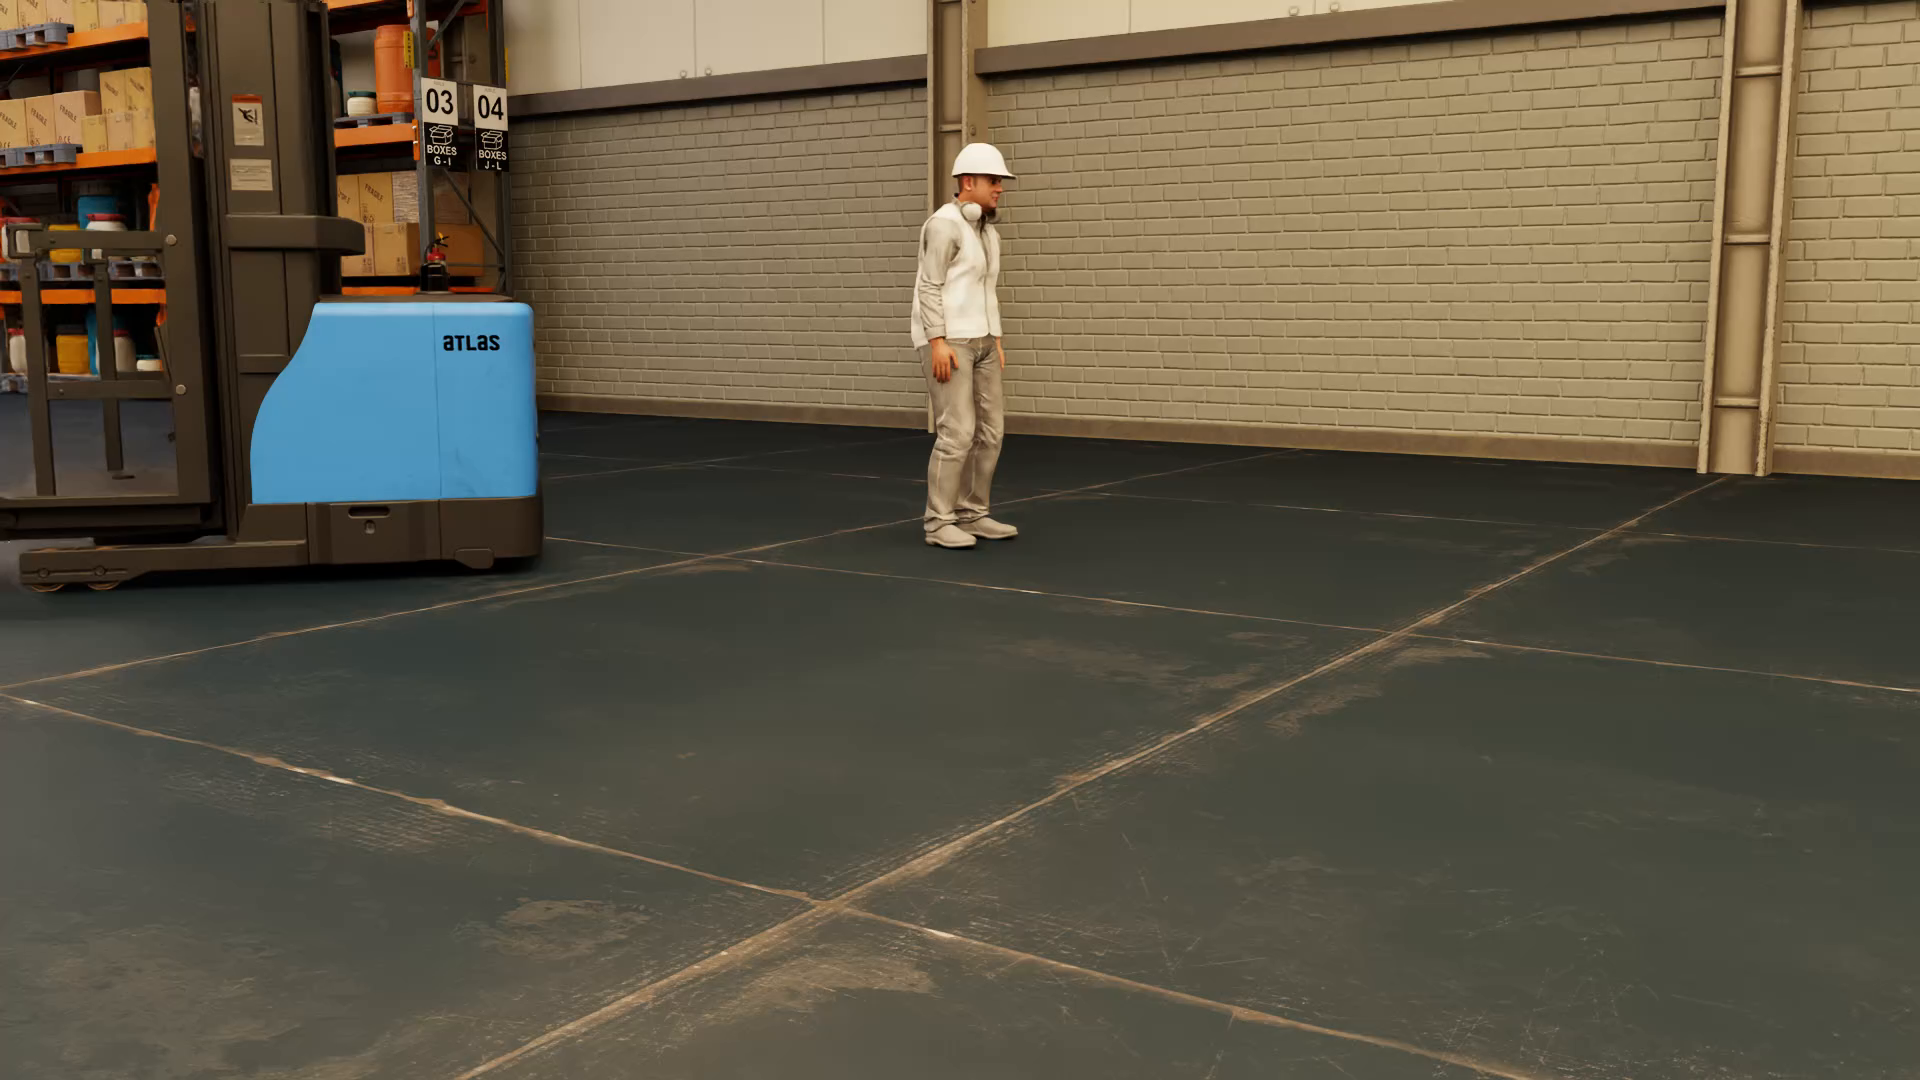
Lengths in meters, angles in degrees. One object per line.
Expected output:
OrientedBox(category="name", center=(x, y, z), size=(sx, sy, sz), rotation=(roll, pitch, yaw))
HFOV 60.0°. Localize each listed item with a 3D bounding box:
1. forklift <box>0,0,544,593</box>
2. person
OrientedBox(category="forklift", center=(-3.265, -1.336, 6.589), size=(3.031, 2.935, 1.130), rotation=(-2, 8, -13))
OrientedBox(category="person", center=(0.025, -0.875, 7.474), size=(0.463, 1.770, 0.580), rotation=(5, 10, 32))
